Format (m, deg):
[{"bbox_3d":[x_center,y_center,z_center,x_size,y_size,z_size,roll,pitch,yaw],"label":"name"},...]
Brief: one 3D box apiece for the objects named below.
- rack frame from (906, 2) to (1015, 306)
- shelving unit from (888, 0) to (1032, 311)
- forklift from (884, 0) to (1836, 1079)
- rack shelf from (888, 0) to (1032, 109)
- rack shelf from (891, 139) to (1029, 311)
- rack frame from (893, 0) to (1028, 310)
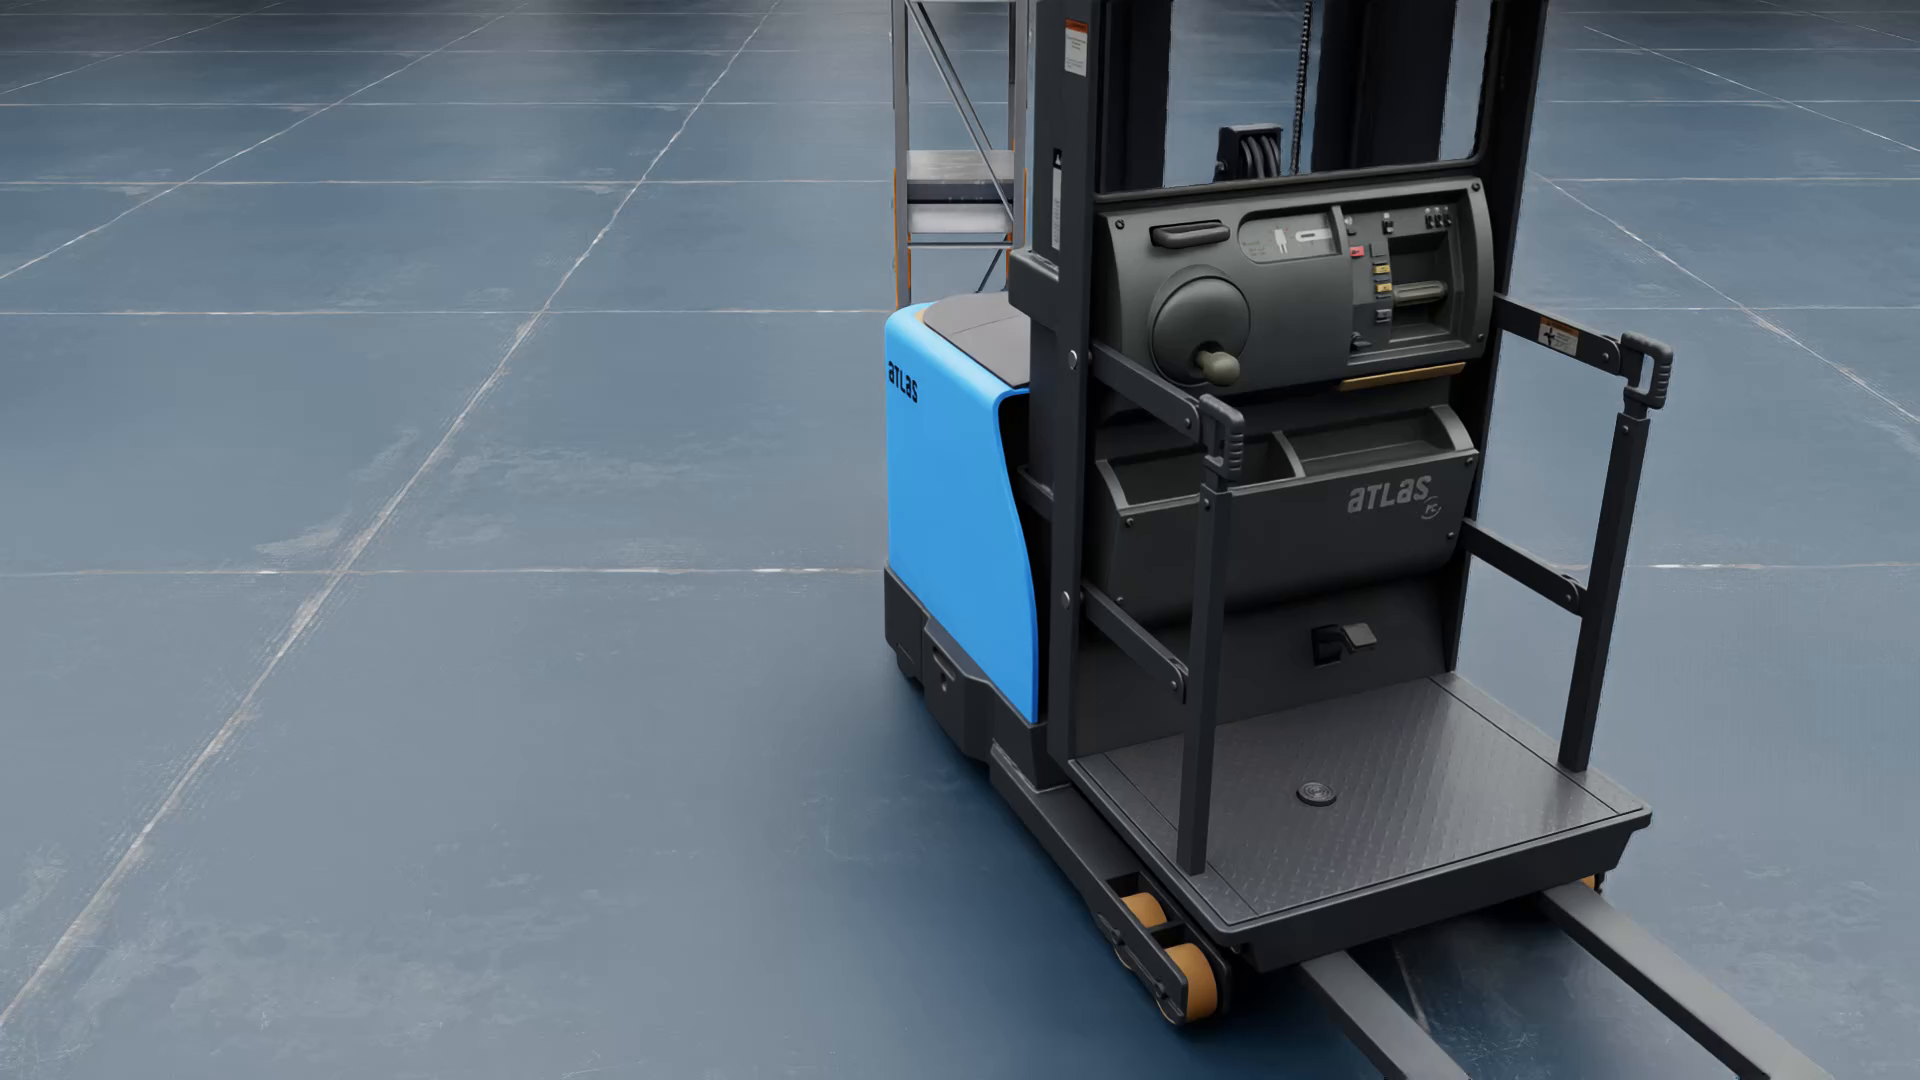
[{"bbox_3d":[-0.004,-1.125,5.690,0.400,2.100,0.015,0,24,-1],"label":"rack frame"},{"bbox_3d":[-0.002,-1.025,5.468,0.431,2.100,0.503,0,24,-1],"label":"shelving unit"},{"bbox_3d":[0.820,-0.518,3.338,1.130,2.935,3.031,-10,26,-21],"label":"forklift"},{"bbox_3d":[-0.002,-1.650,5.185,0.431,0.518,0.480,0,24,-1],"label":"rack shelf"},{"bbox_3d":[-0.002,-1.012,5.474,0.431,0.518,0.480,0,24,-1],"label":"rack shelf"},{"bbox_3d":[0.001,-0.924,5.246,0.400,2.100,0.015,0,24,-1],"label":"rack frame"}]
